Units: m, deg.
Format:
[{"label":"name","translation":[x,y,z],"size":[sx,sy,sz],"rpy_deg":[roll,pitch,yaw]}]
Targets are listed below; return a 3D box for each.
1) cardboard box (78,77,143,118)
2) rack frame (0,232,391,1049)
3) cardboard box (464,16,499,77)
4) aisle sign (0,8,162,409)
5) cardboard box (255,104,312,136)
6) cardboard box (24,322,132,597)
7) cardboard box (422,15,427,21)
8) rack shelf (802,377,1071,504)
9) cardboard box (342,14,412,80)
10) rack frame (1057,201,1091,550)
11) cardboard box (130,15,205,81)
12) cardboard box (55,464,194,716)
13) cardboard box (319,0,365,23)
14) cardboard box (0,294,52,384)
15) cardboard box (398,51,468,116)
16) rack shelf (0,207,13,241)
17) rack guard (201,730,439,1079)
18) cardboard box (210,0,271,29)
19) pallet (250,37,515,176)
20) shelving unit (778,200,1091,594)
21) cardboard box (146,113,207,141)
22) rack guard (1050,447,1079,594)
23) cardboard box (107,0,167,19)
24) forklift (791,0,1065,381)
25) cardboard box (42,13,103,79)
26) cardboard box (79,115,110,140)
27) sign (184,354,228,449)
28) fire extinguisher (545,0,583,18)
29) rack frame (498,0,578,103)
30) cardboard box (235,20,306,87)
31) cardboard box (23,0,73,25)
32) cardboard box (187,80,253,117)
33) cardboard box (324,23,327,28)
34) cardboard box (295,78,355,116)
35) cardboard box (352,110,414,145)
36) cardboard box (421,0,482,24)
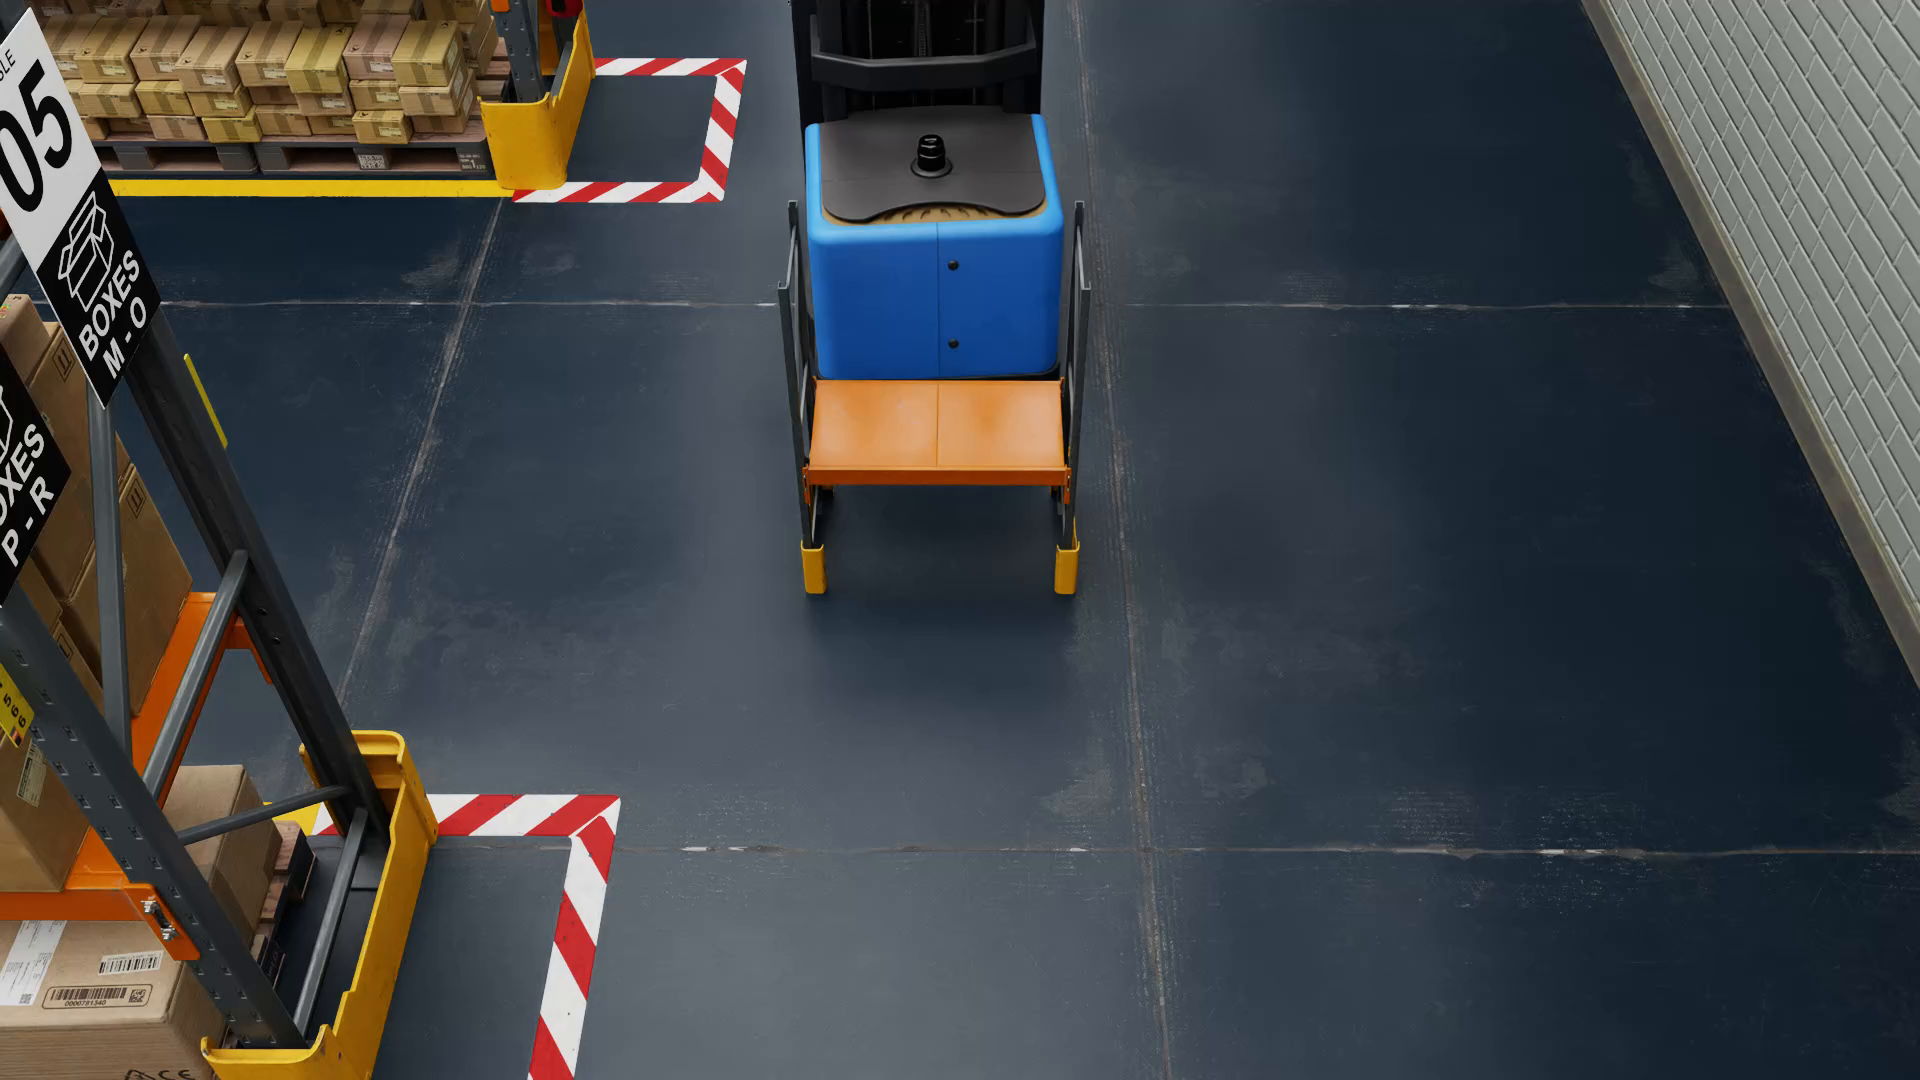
[{"label":"cardboard box","translation":[-4.221,-2.291,8.372],"size":[0.250,0.149,0.380],"rpy_deg":[1,47,1]},{"label":"rack frame","translation":[-2.040,0.385,4.423],"size":[0.127,3.000,1.000],"rpy_deg":[0,47,0]},{"label":"cardboard box","translation":[-2.645,-2.646,8.905],"size":[0.250,0.149,0.380],"rpy_deg":[1,47,1]},{"label":"aisle sign","translation":[-1.967,-0.713,3.669],"size":[0.004,0.787,0.394],"rpy_deg":[0,47,0]},{"label":"cardboard box","translation":[-3.418,-2.241,8.528],"size":[0.250,0.149,0.380],"rpy_deg":[1,47,1]},{"label":"cardboard box","translation":[-2.519,-0.200,4.216],"size":[0.500,0.500,0.500],"rpy_deg":[-1,47,-1]},{"label":"cardboard box","translation":[-2.919,-2.743,8.793],"size":[0.250,0.149,0.380],"rpy_deg":[0,47,0]},{"label":"rack shelf","translation":[-0.085,-0.389,6.414],"size":[1.000,0.185,0.538],"rpy_deg":[0,47,0]},{"label":"cardboard box","translation":[-2.904,-2.472,8.337],"size":[0.250,0.149,0.380],"rpy_deg":[1,47,1]},{"label":"rack frame","translation":[0.423,-0.510,6.281],"size":[0.032,1.500,0.500],"rpy_deg":[0,47,0]},{"label":"cardboard box","translation":[-3.954,-2.469,8.334],"size":[0.250,0.149,0.380],"rpy_deg":[-1,47,-1]},{"label":"cardboard box","translation":[-2.519,0.139,4.584],"size":[0.500,0.500,0.500],"rpy_deg":[0,47,0]},{"label":"cardboard box","translation":[-3.173,-2.871,8.708],"size":[0.250,0.149,0.380],"rpy_deg":[0,47,0]},{"label":"cardboard box","translation":[-2.394,-0.415,3.973],"size":[0.250,0.149,0.380],"rpy_deg":[1,47,1]},{"label":"cardboard box","translation":[-2.651,-2.304,8.384],"size":[0.250,0.149,0.380],"rpy_deg":[-1,47,-1]},{"label":"rack shelf","translation":[-4.040,-0.398,3.594],"size":[4.000,0.370,1.077],"rpy_deg":[0,47,0]},{"label":"rack guard","translation":[-2.016,1.237,5.338],"size":[0.348,0.500,1.175],"rpy_deg":[0,47,0]},{"label":"cardboard box","translation":[-3.698,-2.818,8.659],"size":[0.250,0.149,0.380],"rpy_deg":[2,47,2]},{"label":"pallet","translation":[-3.011,-2.317,8.843],"size":[1.213,0.211,1.003],"rpy_deg":[0,47,0]},{"label":"shelving unit","translation":[-0.076,-0.511,6.282],"size":[1.083,1.500,0.587],"rpy_deg":[0,47,0]},{"label":"cardboard box","translation":[-3.947,-2.211,8.500],"size":[0.250,0.149,0.380],"rpy_deg":[1,47,1]},{"label":"rack guard","translation":[0.422,-0.084,6.738],"size":[0.087,0.250,0.587],"rpy_deg":[0,47,0]},{"label":"cardboard box","translation":[-4.213,-2.783,8.626],"size":[0.250,0.149,0.380],"rpy_deg":[0,47,0]},{"label":"forklift","translation":[-0.200,-2.570,7.220],"size":[1.130,2.935,3.031],"rpy_deg":[-3,47,-3]},{"label":"cardboard box","translation":[-4.463,-2.478,8.342],"size":[0.250,0.149,0.380],"rpy_deg":[-2,47,-1]},{"label":"cardboard box","translation":[-4.462,-2.211,8.501],"size":[0.250,0.149,0.380],"rpy_deg":[-1,47,-1]},{"label":"sign","translation":[-2.032,-0.343,4.456],"size":[0.005,0.325,0.100],"rpy_deg":[0,47,0]},{"label":"fire extinguisher","translation":[-1.872,-2.747,7.646],"size":[0.183,0.674,0.296],"rpy_deg":[0,47,0]},{"label":"rack frame","translation":[-2.122,-3.239,7.796],"size":[0.127,3.000,1.000],"rpy_deg":[0,47,0]},{"label":"cardboard box","translation":[-3.422,-2.427,8.295],"size":[0.250,0.149,0.380],"rpy_deg":[-2,47,-1]},{"label":"cardboard box","translation":[-4.731,-2.856,8.694],"size":[0.250,0.149,0.380],"rpy_deg":[-2,47,-2]},{"label":"cardboard box","translation":[-3.689,-2.297,8.377],"size":[0.250,0.149,0.380],"rpy_deg":[1,47,1]},{"label":"cardboard box","translation":[-3.420,-2.759,8.807],"size":[0.250,0.149,0.380],"rpy_deg":[1,47,1]},{"label":"cardboard box","translation":[-3.171,-2.305,8.384],"size":[0.250,0.149,0.380],"rpy_deg":[-2,47,-1]},{"label":"cardboard box","translation":[-2.907,-2.186,8.477],"size":[0.250,0.149,0.380],"rpy_deg":[1,47,1]},{"label":"cardboard box","translation":[-2.645,-2.863,8.701],"size":[0.250,0.149,0.380],"rpy_deg":[-2,47,-2]}]
